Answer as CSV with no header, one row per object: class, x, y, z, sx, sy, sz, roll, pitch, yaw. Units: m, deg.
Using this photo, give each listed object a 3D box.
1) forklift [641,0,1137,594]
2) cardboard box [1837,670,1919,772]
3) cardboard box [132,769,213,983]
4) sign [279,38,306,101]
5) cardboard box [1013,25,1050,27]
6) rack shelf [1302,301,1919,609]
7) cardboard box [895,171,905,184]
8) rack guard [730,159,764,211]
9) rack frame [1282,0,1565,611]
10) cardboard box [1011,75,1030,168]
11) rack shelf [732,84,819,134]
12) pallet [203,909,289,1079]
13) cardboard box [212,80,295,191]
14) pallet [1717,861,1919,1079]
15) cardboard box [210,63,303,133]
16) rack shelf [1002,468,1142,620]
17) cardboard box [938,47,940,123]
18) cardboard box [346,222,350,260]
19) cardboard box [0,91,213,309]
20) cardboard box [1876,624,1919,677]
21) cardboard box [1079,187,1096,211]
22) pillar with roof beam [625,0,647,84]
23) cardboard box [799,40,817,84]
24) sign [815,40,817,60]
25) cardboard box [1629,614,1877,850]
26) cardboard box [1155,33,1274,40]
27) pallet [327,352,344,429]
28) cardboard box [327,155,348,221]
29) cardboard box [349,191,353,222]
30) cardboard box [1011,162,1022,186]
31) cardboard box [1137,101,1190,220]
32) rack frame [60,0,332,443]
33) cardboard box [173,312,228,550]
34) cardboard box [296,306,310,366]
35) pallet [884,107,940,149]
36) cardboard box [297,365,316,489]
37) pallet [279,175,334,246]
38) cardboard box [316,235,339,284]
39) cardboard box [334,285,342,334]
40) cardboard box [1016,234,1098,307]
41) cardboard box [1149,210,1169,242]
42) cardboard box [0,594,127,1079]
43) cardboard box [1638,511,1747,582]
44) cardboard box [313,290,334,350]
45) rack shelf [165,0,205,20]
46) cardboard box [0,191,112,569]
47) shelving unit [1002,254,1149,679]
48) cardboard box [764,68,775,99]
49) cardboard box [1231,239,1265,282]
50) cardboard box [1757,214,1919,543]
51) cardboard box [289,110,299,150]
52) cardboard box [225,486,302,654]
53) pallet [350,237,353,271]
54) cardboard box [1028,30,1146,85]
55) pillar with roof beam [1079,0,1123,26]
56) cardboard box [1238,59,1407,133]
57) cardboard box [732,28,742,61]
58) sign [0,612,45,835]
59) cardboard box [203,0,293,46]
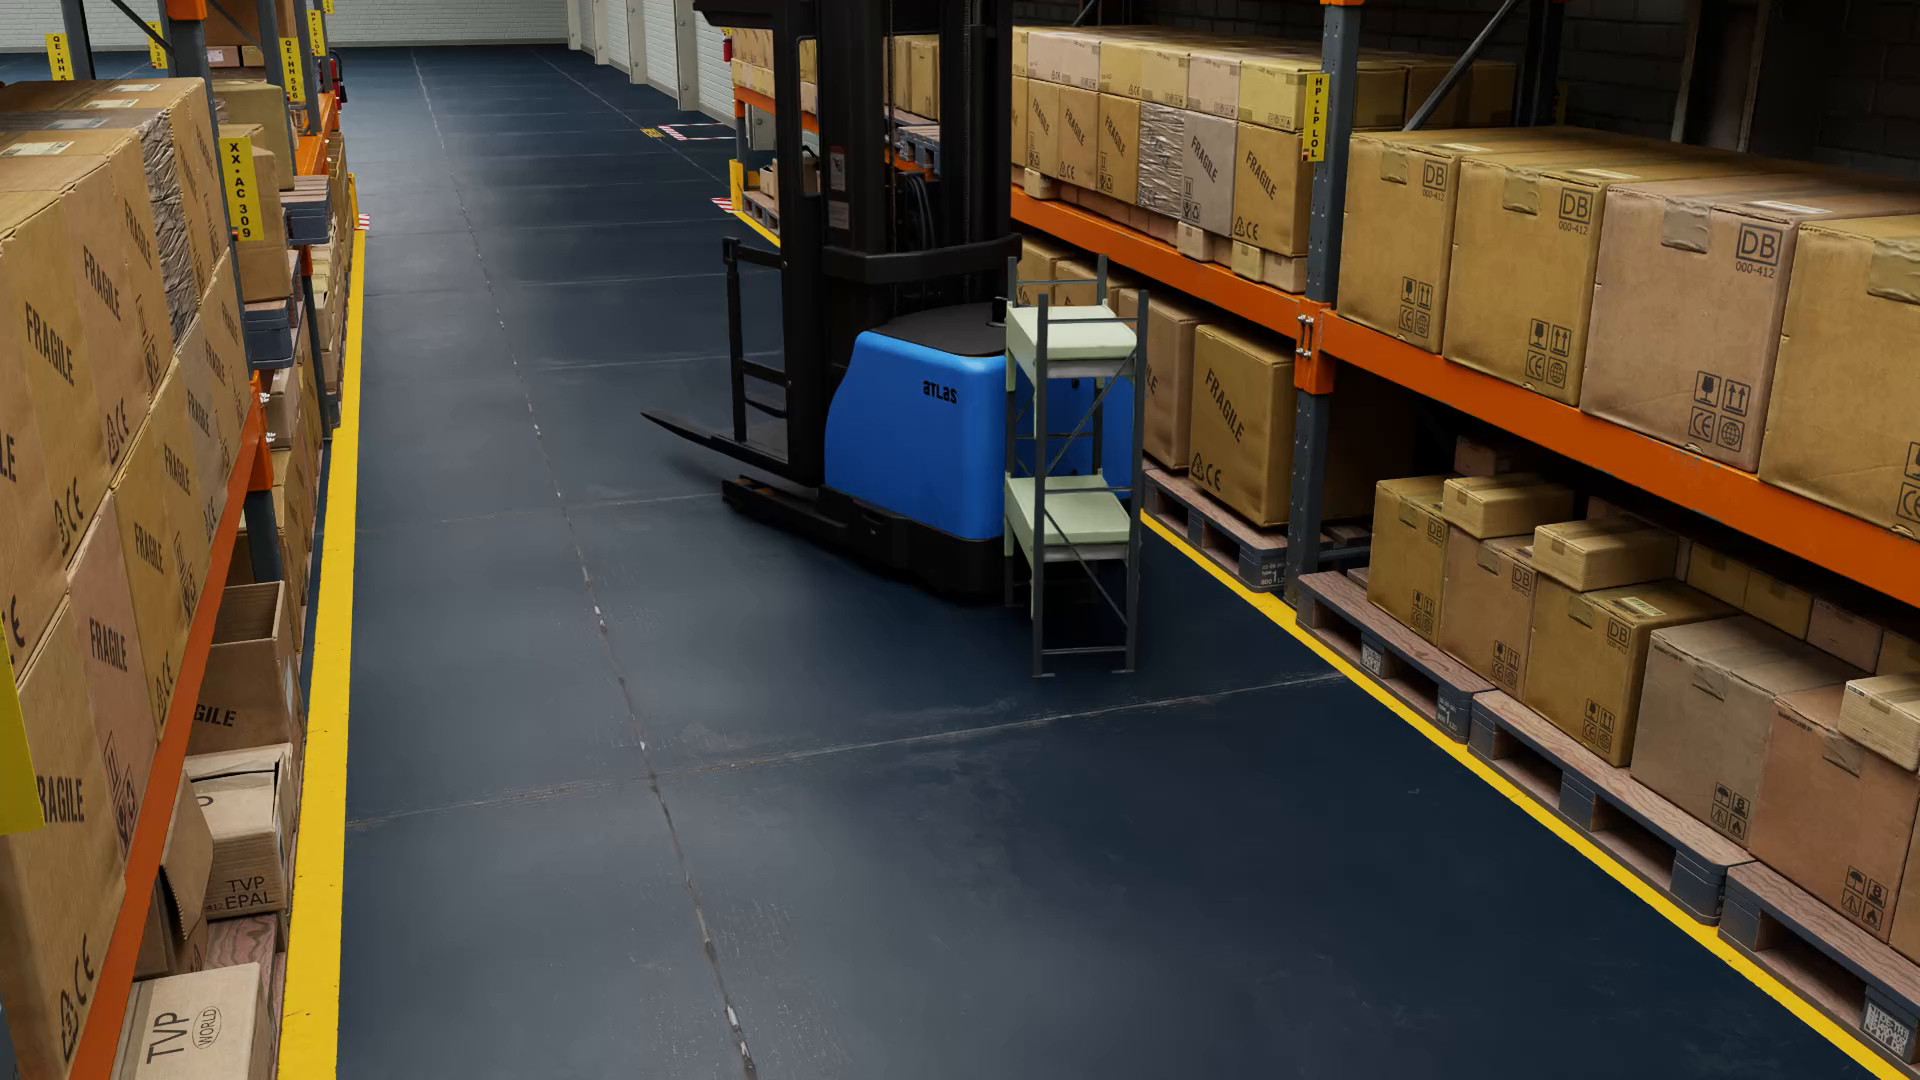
forklift,-0.536,-1.571,7.954,1.130,2.935,3.031,-16,25,-38
cardboard box,2.535,0.459,4.319,0.380,0.149,0.250,-6,21,-16
cardboard box,-2.219,0.917,3.968,0.797,0.503,0.637,-6,21,-17
sign,-3.559,-2.505,8.858,0.100,0.325,0.005,-6,21,-17
cardboard box,0.378,-3.233,10.722,0.380,0.149,0.250,-10,22,-26
rack shelf,2.516,-0.200,5.101,1.077,0.370,4.000,-6,21,-17
cardboard box,-0.238,-2.756,13.090,0.500,0.250,0.500,-7,21,-18
rack guard,-1.861,-3.831,17.842,1.175,0.500,0.348,-6,21,-17
rack frame,1.887,-1.181,6.766,1.000,3.000,0.127,-6,21,-17
cardboard box,0.540,-2.478,9.760,0.500,0.500,0.500,-6,21,-16
rack shelf,-1.256,-4.051,15.822,1.077,0.370,4.000,-6,21,-17
pallet,-2.212,1.272,4.063,1.003,0.211,1.213,-6,21,-17
cardboard box,-3.767,-1.991,8.254,0.700,0.500,0.500,-15,24,-35
pallet,2.819,1.167,4.355,1.003,0.211,1.213,-6,21,-17
cardboard box,-5.474,-3.409,12.823,0.700,0.500,0.500,-7,21,-19
rack shelf,0.434,0.002,6.657,0.431,0.370,0.720,-2,20,-7
cardboard box,0.271,-3.045,11.157,0.700,0.500,0.500,-8,21,-22
cardboard box,-5.339,-2.466,13.791,0.500,0.250,0.500,-6,21,-17
cardboard box,-2.246,-0.872,4.280,0.500,0.500,0.500,-7,21,-18
cardboard box,2.820,0.338,4.654,0.380,0.149,0.250,-6,21,-17
cardboard box,0.874,-1.899,9.109,0.380,0.149,0.250,-6,21,-16
pillar with roof beam,-10.588,-13.041,30.912,9.100,9.000,0.400,-6,21,-17
cardboard box,-1.069,-4.159,14.140,0.500,0.500,0.500,-6,21,-17
sign,-1.140,-4.095,13.600,0.100,0.325,0.005,-6,21,-17
cardboard box,2.513,0.546,5.036,0.700,0.500,0.500,-7,21,-19
cardboard box,1.336,-2.564,8.891,0.500,0.250,0.500,-7,21,-19
pallet,-4.293,-0.893,10.090,1.003,0.211,1.213,-6,21,-17
cardboard box,-5.492,-2.980,14.113,0.500,0.500,0.500,-6,21,-17
cardboard box,-5.968,-3.108,15.578,0.500,0.250,0.500,-6,21,-17
cardboard box,0.514,-2.225,10.017,0.380,0.149,0.250,-7,21,-18
cardboard box,1.183,-1.823,7.938,0.500,0.500,0.500,-6,21,-17
rack frame,-4.072,-1.937,8.871,1.000,3.000,0.127,-6,21,-17
cardboard box,-2.087,-0.237,3.992,0.500,0.500,0.500,-6,21,-16
cardboard box,-3.533,-1.028,8.278,0.500,0.250,0.500,-6,20,-15
pallet,-0.031,-3.005,12.129,1.003,0.211,1.213,-6,21,-17
cardboard box,-3.392,-0.526,7.991,0.500,0.500,0.500,-7,21,-19
pallet,-3.792,-1.636,8.319,1.213,0.211,1.003,-6,21,-17
cardboard box,-4.605,-1.962,11.558,0.500,0.311,0.500,-6,21,-17
cardboard box,-4.446,-1.532,11.190,0.500,0.250,0.500,-6,21,-16
cardboard box,0.737,-1.400,9.937,0.750,0.750,0.750,-7,21,-18
cardboard box,1.154,-1.563,8.172,0.380,0.149,0.250,-7,21,-19
cardboard box,-1.446,0.413,2.181,0.500,0.500,0.500,-6,21,-16
cardboard box,2.497,0.011,5.567,0.380,0.149,0.250,-6,21,-17
cardboard box,-3.957,-1.304,9.725,0.500,0.311,0.500,-6,21,-15
rack shelf,-2.186,-1.085,3.125,1.077,0.370,4.000,-6,21,-17
cardboard box,-1.618,-0.225,2.477,0.500,0.500,0.500,-6,21,-17
shelving unit,0.434,-0.305,6.546,0.431,1.500,0.755,-2,20,-7
cardboard box,-1.545,-4.288,15.611,0.500,0.250,0.500,-6,21,-17
cardboard box,1.410,-1.229,7.242,0.380,0.149,0.250,-6,21,-16
cardboard box,2.735,-0.433,4.241,0.980,0.700,0.700,-7,21,-18
cardboard box,-4.878,-2.895,11.737,0.396,0.266,0.258,-7,21,-19
cardboard box,-2.735,0.135,6.150,0.500,0.500,0.500,-7,21,-20
pallet,-5.926,-2.560,14.731,1.003,0.211,1.213,-6,21,-17
cardboard box,0.698,-2.668,9.181,0.500,0.250,0.500,-7,21,-18
pillar with roof beam,-3.044,-5.339,9.470,9.100,9.000,0.400,-6,21,-17
cardboard box,1.498,-1.853,6.911,0.500,0.250,0.500,-6,21,-16
cardboard box,-2.020,-5.138,16.867,0.500,0.500,0.500,-6,21,-17
sign,-1.042,0.165,1.738,0.100,0.325,0.005,-6,21,-17
cardboard box,-5.474,-4.020,12.604,0.700,0.500,0.500,-6,21,-17
